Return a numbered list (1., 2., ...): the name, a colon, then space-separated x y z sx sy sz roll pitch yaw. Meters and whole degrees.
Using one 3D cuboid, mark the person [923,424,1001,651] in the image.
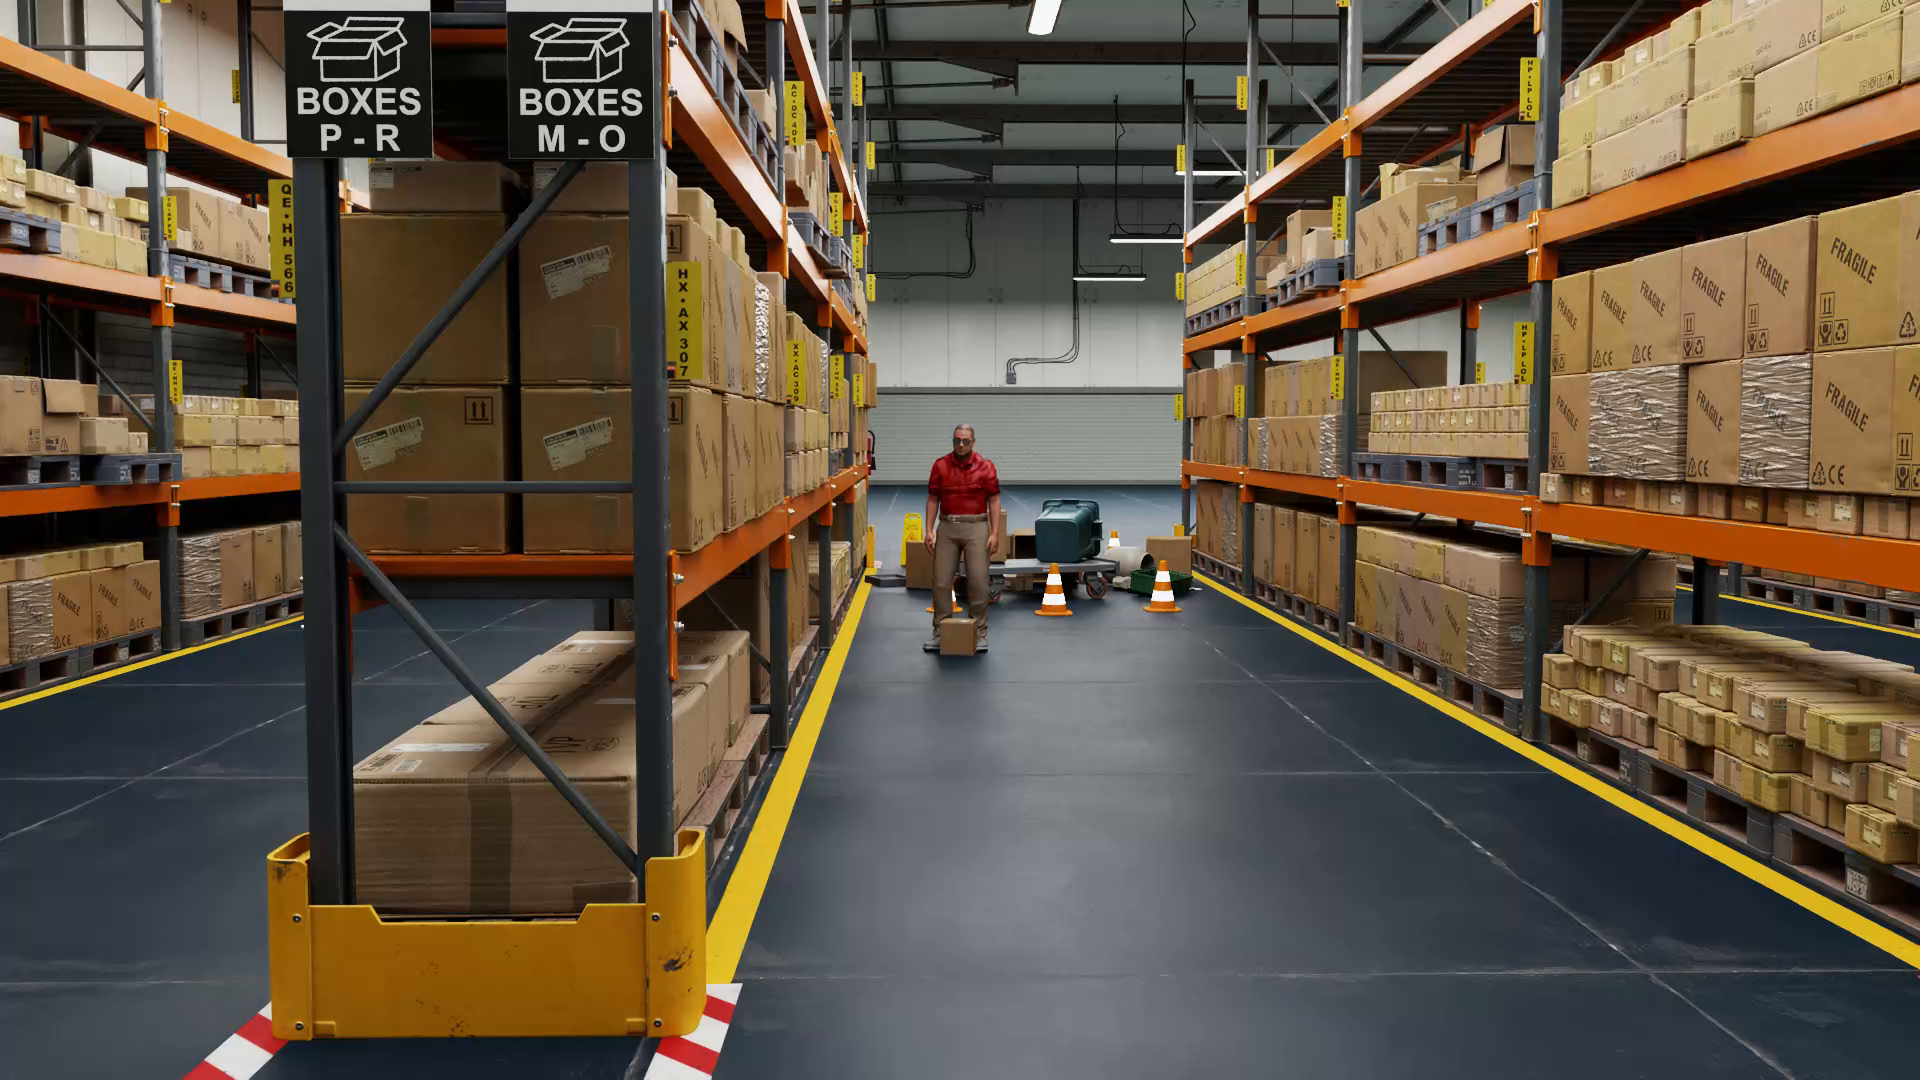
1. person: 0.017 -0.025 12.724 0.584 1.726 0.391 1 4 9
